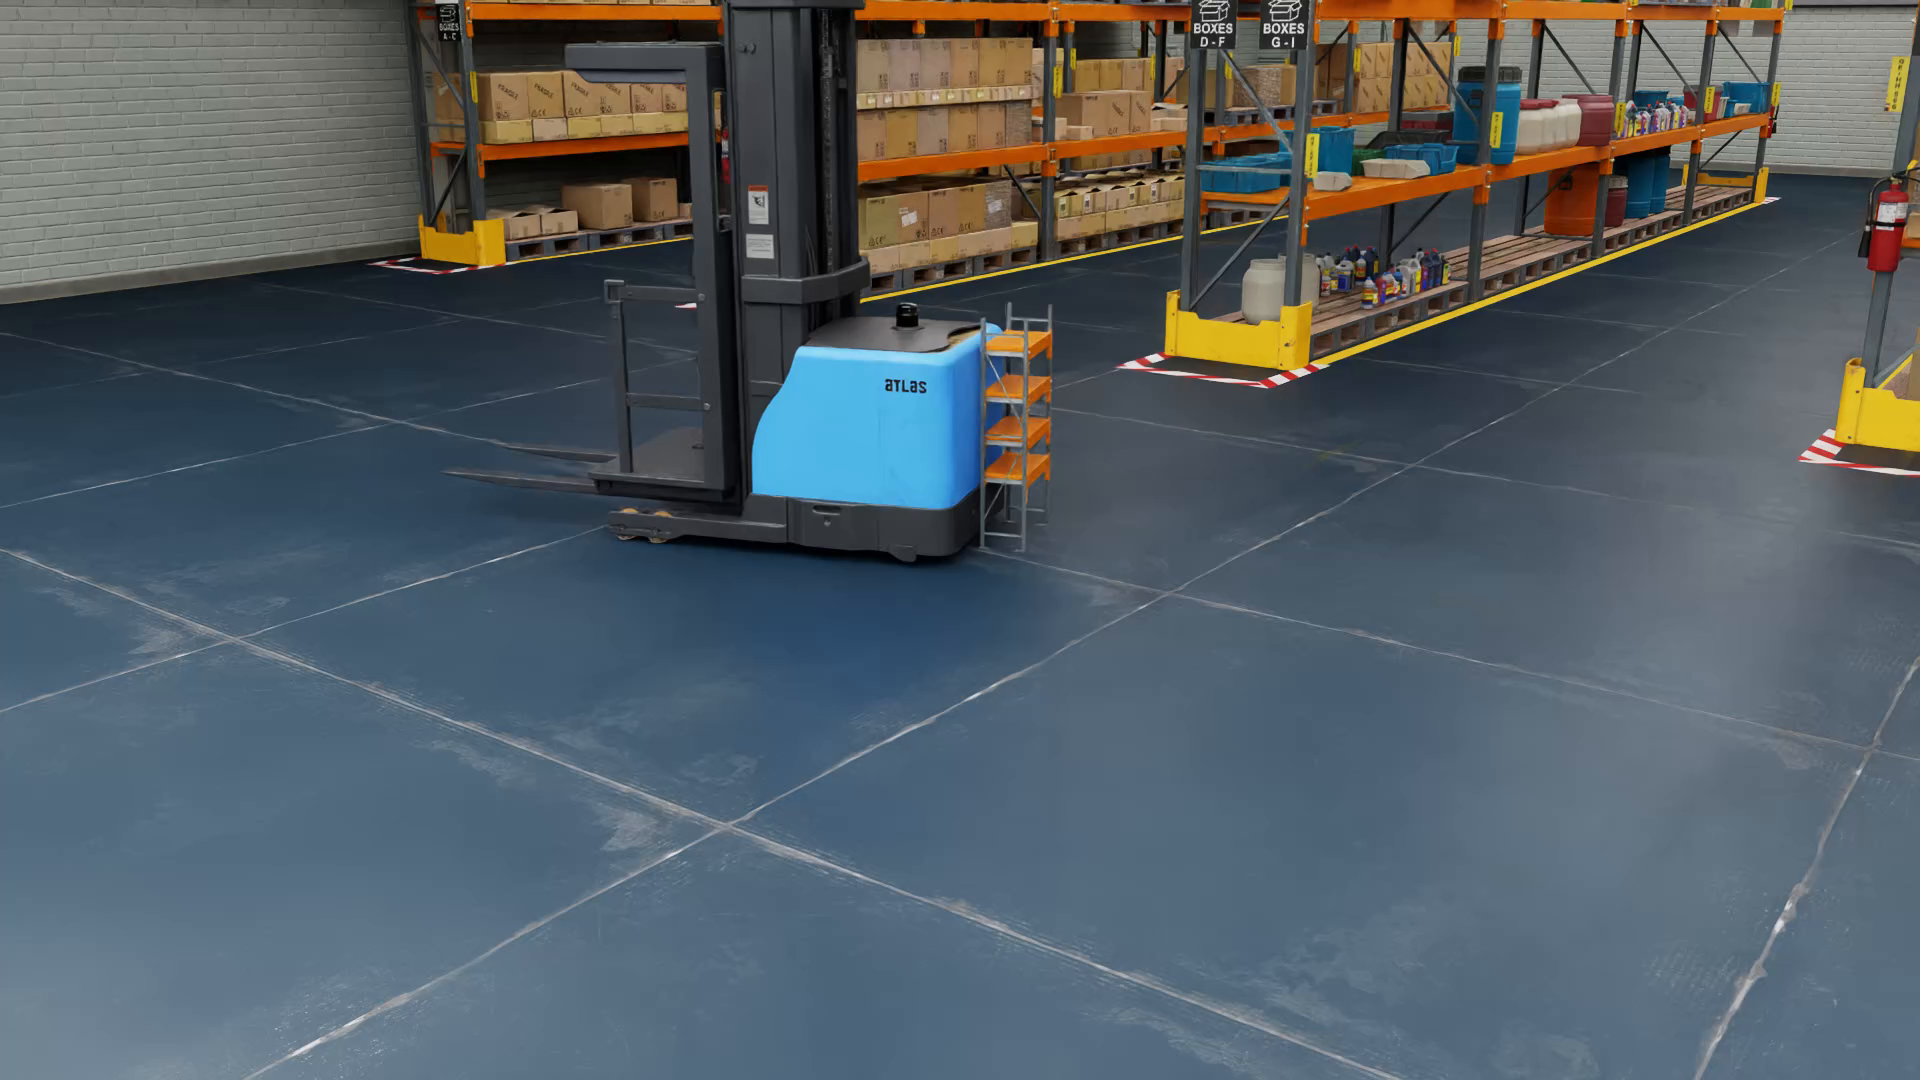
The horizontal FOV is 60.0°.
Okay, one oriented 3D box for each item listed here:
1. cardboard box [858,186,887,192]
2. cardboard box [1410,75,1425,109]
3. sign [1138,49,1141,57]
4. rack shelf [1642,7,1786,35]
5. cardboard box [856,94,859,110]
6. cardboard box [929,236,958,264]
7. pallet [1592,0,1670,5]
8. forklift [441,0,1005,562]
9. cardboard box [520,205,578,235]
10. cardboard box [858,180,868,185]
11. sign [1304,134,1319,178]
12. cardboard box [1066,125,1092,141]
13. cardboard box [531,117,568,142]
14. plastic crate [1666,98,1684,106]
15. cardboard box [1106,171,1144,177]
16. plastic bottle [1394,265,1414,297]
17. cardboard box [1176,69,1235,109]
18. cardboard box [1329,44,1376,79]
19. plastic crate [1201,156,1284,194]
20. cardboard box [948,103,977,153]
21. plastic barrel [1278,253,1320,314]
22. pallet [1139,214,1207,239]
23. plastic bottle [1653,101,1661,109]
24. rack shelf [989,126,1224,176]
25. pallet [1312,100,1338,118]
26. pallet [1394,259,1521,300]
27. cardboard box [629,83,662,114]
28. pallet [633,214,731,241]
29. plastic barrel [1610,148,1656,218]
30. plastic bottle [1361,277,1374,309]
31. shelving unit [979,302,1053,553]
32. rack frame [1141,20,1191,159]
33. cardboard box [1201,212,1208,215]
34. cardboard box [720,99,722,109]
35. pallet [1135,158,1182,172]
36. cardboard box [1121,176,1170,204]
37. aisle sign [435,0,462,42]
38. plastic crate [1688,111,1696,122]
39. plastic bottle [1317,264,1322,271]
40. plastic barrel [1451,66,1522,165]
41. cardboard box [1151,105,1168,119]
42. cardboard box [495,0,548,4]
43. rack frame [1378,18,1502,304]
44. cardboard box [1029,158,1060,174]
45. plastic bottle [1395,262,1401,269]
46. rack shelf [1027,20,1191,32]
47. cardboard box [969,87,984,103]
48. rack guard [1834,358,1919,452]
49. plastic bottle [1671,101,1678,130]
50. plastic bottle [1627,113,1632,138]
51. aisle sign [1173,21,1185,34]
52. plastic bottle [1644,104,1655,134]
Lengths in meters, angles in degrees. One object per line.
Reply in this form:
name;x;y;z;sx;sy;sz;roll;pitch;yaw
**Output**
cardboard box;-1.091;-3.412;17.336;0.500;0.500;0.500;12;21;35
cardboard box;7.122;-7.207;26.725;0.500;0.500;0.500;13;21;35
sign;3.355;-8.981;31.014;0.100;0.325;0.005;12;21;35
rack shelf;10.562;-7.292;23.324;1.077;0.370;4.000;12;21;35
cardboard box;-1.194;-4.221;16.017;0.380;0.149;0.250;12;21;33
cardboard box;-0.362;-3.078;17.526;0.500;0.250;0.500;12;21;35
pallet;7.521;-6.282;19.175;1.003;0.211;1.213;12;21;35
forklift;-1.333;-1.524;8.709;3.031;2.935;1.130;5;18;17
cardboard box;-4.912;-3.830;19.812;0.500;0.311;0.500;15;22;39
cardboard box;-1.757;-5.259;24.092;0.700;0.500;0.500;12;21;35
sign;2.660;-2.903;12.567;0.100;0.325;0.005;12;21;35
cardboard box;1.320;-4.753;19.414;0.380;0.149;0.250;12;21;35
cardboard box;-4.892;-4.744;19.181;0.500;0.250;0.500;12;21;33
plastic crate;10.379;-6.243;23.970;0.416;0.233;0.300;12;21;35
cardboard box;2.157;-4.606;21.502;0.500;0.311;0.500;12;21;33
plastic bottle;4.045;-2.366;15.156;0.152;0.276;0.135;13;21;36
cardboard box;3.296;-6.069;22.352;0.700;0.500;0.500;5;18;16
cardboard box;5.901;-7.191;24.988;0.500;0.500;0.500;13;22;36
plastic crate;2.278;-2.970;13.501;0.499;0.251;0.616;12;21;35
cardboard box;-0.243;-4.393;17.664;0.700;0.500;0.500;13;21;35
plastic barrel;2.850;-2.171;14.164;0.421;0.512;0.421;0;17;0
pallet;2.489;-4.130;21.686;1.003;0.211;1.213;12;21;35
plastic bottle;8.860;-5.408;21.185;0.144;0.351;0.185;12;21;35
rack shelf;1.819;-4.831;20.455;1.077;0.370;4.000;12;21;35
pallet;4.831;-6.341;24.427;1.003;0.211;1.213;12;21;35
pallet;5.040;-2.684;17.030;1.003;0.211;1.213;12;21;35
cardboard box;-3.988;-5.463;20.233;0.500;0.500;0.500;12;21;33
pallet;-3.725;-4.074;21.508;1.003;0.211;1.213;12;21;35
plastic barrel;8.611;-4.630;21.427;0.600;0.901;0.708;12;21;35
plastic bottle;3.551;-2.153;14.477;0.097;0.271;0.097;0;17;0
shelving unit;0.292;-0.590;8.620;0.258;1.200;0.503;5;18;16
rack frame;3.797;-8.430;30.834;1.000;3.000;0.127;12;21;35
cardboard box;2.894;-4.370;21.685;0.500;0.250;0.500;13;21;36
cardboard box;-3.022;-5.945;21.921;0.700;0.500;0.500;12;21;35
pallet;3.384;-6.894;30.589;1.003;0.211;1.213;12;21;35
cardboard box;2.289;-4.393;20.814;0.500;0.311;0.500;12;21;34
aisle sign;-5.538;-5.791;17.951;0.394;0.787;0.004;12;21;35
plastic crate;9.762;-5.715;22.434;0.396;0.136;0.243;12;21;35
plastic bottle;3.217;-2.381;15.205;0.152;0.276;0.135;12;21;33
plastic barrel;5.077;-4.100;16.042;0.600;0.901;0.708;12;21;35
cardboard box;2.323;-5.429;21.319;0.500;0.311;0.500;12;21;34
cardboard box;-4.987;-6.267;18.605;0.500;0.500;0.500;14;22;38
rack frame;4.604;-3.822;15.992;1.000;3.000;0.127;12;21;35
cardboard box;1.131;-6.474;27.450;0.750;0.750;0.750;13;21;35
plastic bottle;4.047;-2.420;15.316;0.061;0.283;0.133;12;21;35
rack shelf;2.606;-9.043;28.961;1.077;0.370;4.000;12;21;35
cardboard box;0.030;-4.711;17.593;0.380;0.149;0.250;12;21;34
rack guard;6.243;-0.818;10.535;1.175;0.500;0.348;12;21;35
plastic bottle;9.085;-5.427;21.244;0.144;0.351;0.185;12;21;35
plastic bottle;7.897;-4.899;19.657;0.061;0.283;0.133;12;21;35
aisle sign;4.081;-9.636;30.333;0.394;0.787;0.004;12;21;35
plastic bottle;8.429;-5.164;20.400;0.144;0.351;0.185;12;21;35
